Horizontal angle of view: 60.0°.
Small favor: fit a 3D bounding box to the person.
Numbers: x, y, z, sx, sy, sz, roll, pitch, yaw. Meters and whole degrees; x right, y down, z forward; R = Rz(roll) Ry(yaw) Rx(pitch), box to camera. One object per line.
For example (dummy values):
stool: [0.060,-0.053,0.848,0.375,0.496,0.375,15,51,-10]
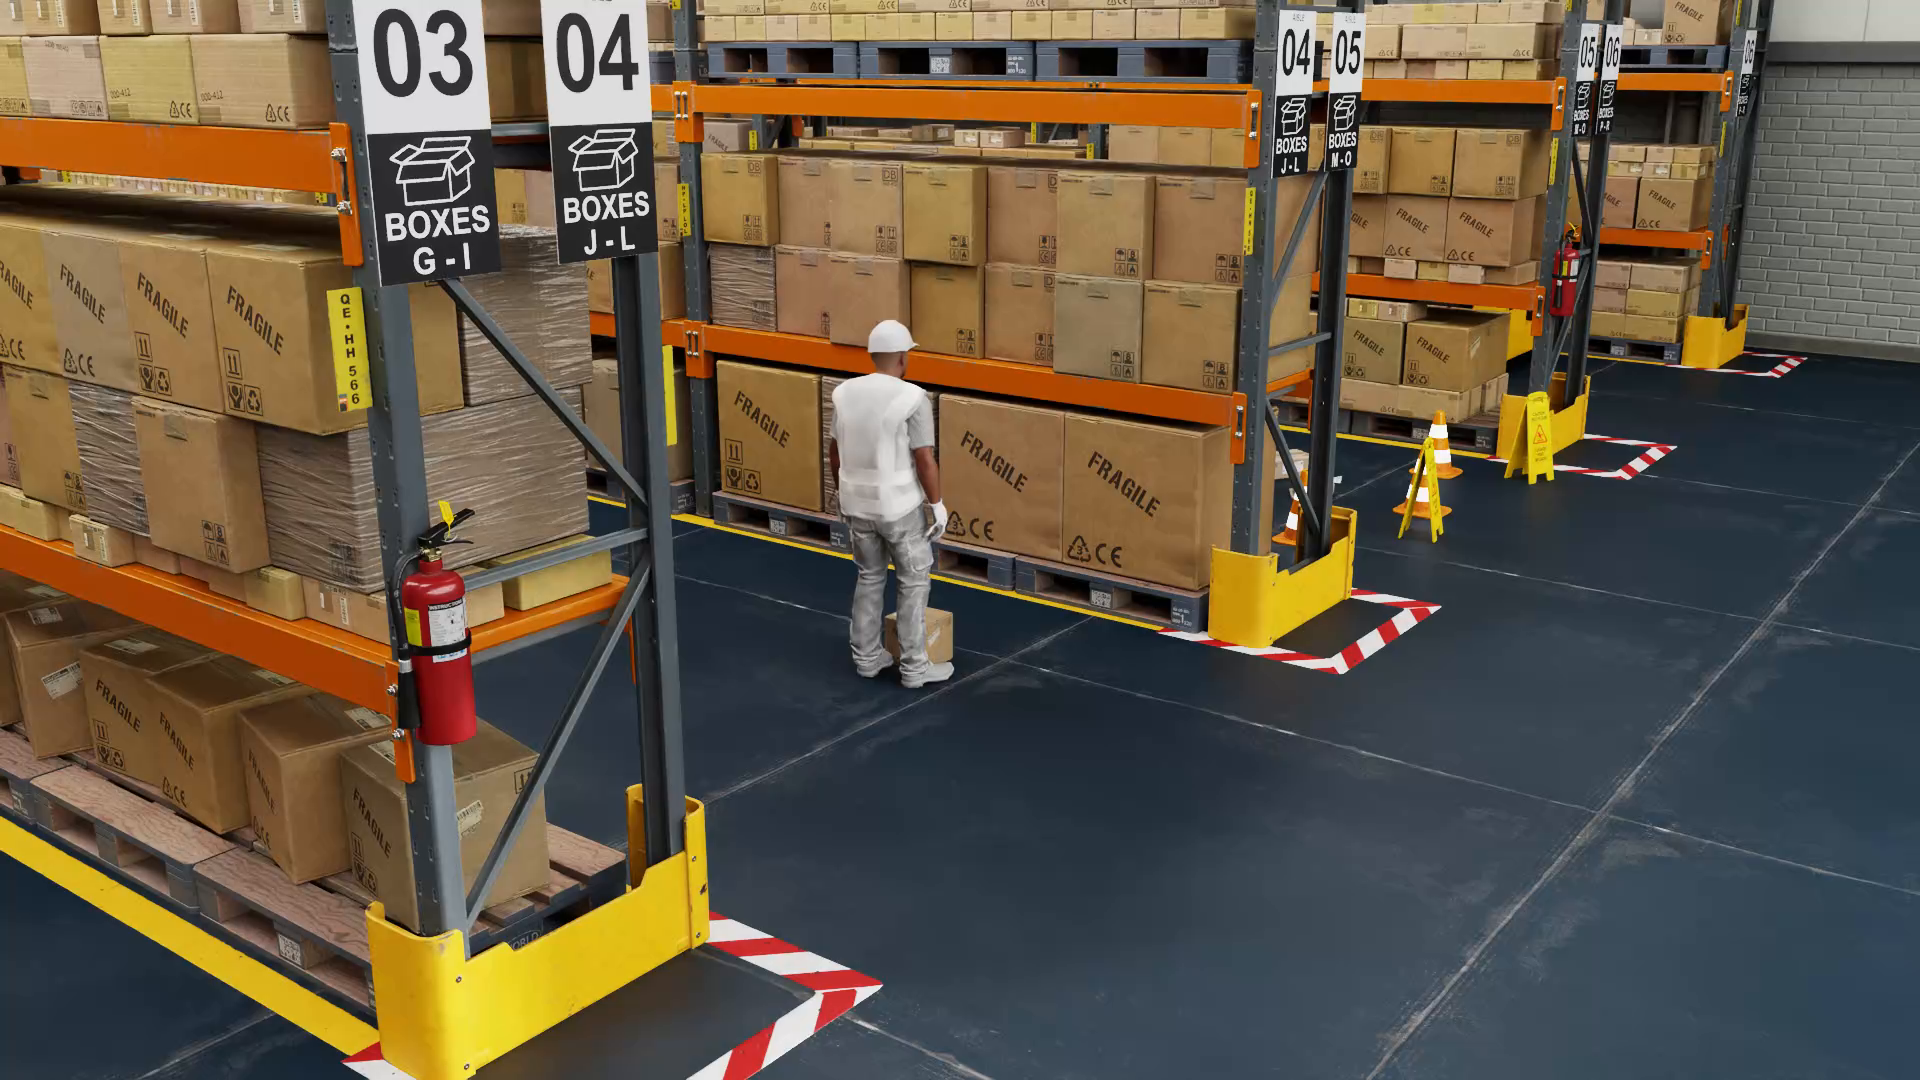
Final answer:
person: [-0.349,-0.177,8.121,0.627,1.774,0.450,10,19,32]
